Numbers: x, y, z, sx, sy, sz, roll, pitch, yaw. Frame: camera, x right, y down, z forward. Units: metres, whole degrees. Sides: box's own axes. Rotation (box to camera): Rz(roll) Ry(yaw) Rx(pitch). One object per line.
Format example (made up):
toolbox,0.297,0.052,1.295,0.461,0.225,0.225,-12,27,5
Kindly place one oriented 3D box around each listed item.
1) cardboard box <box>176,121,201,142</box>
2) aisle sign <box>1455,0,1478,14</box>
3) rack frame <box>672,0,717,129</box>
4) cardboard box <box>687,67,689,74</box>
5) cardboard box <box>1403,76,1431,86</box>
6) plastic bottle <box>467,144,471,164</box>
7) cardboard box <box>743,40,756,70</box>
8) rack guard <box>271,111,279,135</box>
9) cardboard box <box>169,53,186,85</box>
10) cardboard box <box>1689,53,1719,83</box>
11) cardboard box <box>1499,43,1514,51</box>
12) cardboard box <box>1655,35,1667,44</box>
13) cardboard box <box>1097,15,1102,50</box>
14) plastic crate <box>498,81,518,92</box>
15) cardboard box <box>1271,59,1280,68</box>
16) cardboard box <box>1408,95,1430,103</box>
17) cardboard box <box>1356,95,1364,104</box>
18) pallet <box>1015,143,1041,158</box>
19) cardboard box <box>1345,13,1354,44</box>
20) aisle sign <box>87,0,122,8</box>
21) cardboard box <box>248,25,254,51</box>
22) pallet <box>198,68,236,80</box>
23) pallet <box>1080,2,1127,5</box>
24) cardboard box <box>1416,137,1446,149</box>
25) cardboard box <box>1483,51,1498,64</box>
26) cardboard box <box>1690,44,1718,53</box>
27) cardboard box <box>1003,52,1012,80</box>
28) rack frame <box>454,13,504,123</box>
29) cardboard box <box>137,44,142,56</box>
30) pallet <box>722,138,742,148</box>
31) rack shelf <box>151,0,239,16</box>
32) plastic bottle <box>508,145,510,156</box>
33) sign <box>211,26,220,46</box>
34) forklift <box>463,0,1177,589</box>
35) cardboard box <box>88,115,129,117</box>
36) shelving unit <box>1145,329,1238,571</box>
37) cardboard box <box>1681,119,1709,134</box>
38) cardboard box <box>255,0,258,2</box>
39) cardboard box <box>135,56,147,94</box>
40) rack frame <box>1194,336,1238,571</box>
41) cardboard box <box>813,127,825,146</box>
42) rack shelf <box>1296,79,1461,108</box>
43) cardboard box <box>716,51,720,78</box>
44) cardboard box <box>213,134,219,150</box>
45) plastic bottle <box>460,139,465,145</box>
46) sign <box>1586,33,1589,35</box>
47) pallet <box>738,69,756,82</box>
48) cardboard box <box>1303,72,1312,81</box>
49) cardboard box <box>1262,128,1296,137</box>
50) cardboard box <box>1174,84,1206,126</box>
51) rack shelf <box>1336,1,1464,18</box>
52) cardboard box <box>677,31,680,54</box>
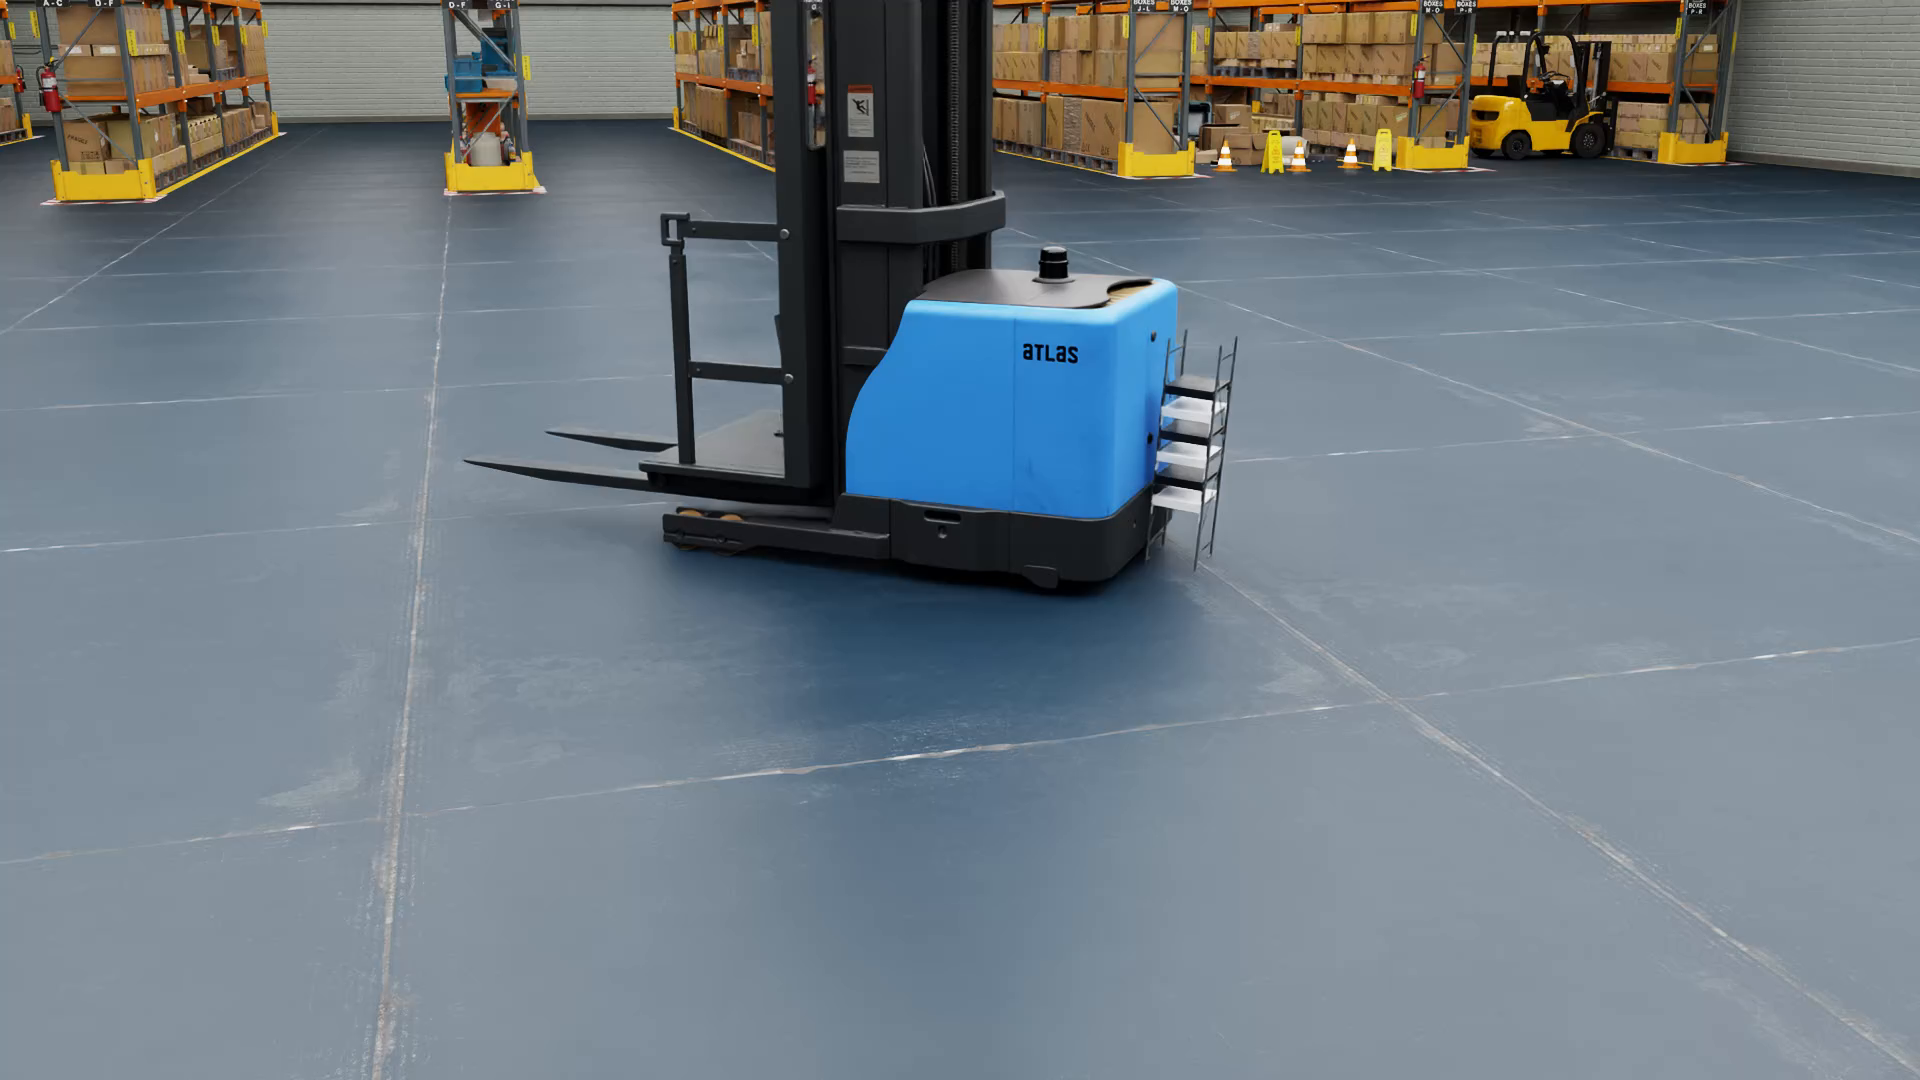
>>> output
cardboard box,-12.396,-6.496,26.439,0.500,0.311,0.500,-5,17,-16
aisle sign,8.079,-8.782,26.456,0.394,0.787,0.004,-5,17,-15
rack frame,-6.162,-11.172,38.930,1.000,3.000,0.127,-5,17,-15
cardboard box,-5.815,-10.359,36.661,0.380,0.149,0.250,-5,17,-16
cardboard box,7.455,-7.496,27.129,0.380,0.149,0.250,-4,17,-13
plastic bottle,-7.394,-5.818,25.064,0.061,0.283,0.133,-5,17,-15
cardboard box,-3.429,-8.575,29.377,0.797,0.503,0.637,-3,17,-10
rack guard,-15.667,-9.172,36.616,1.175,0.500,0.348,-5,17,-15
cardboard box,-12.868,-7.616,26.920,0.500,0.500,0.500,-5,17,-15
cardboard box,12.666,-8.130,28.630,0.500,0.500,0.500,-4,17,-13
cardboard box,10.824,-9.669,32.626,0.380,0.149,0.250,-5,18,-17
cardboard box,12.137,-8.572,28.458,0.380,0.149,0.250,-5,17,-15
cardboard box,2.704,-8.116,26.618,0.875,0.550,0.550,-5,17,-15
plastic crate,-6.463,-6.501,23.840,0.298,0.136,0.250,-5,17,-15
cardboard box,6.097,-8.980,31.341,0.380,0.149,0.250,-5,17,-16
cardboard box,9.958,-9.567,36.076,0.380,0.149,0.250,-6,18,-18
cardboard box,6.991,-7.524,28.404,0.380,0.149,0.250,-4,17,-13
pallet,1.648,-7.089,30.184,1.003,0.211,1.213,-5,17,-15
cardboard box,7.039,-8.745,28.424,0.700,0.500,0.500,-5,17,-16
aisle sign,-10.978,-7.215,21.239,0.394,0.787,0.004,-5,17,-15
cardboard box,-14.730,-10.248,33.941,0.500,0.500,0.500,-5,17,-17
pallet,-14.028,-8.623,30.777,1.003,0.211,1.213,-5,17,-15
pallet,3.581,-13.145,40.440,1.003,0.211,1.213,-5,17,-15
cardboard box,7.808,-6.659,27.956,0.500,0.250,0.500,-5,17,-16
cardboard box,10.772,-9.596,33.077,0.500,0.250,0.500,-4,17,-14
cardboard box,12.692,-8.396,28.388,0.380,0.149,0.250,-5,17,-17
cardboard box,1.113,-8.808,30.886,0.500,0.500,0.500,-5,17,-16
rack frame,-10.924,-10.780,37.627,1.000,3.000,0.127,-5,17,-15
cardboard box,-11.477,-6.734,22.853,0.380,0.149,0.250,-5,18,-17
pallet,-4.107,-7.848,32.711,1.003,0.211,1.213,-5,17,-15
rack shelf,-14.039,-9.822,30.473,1.077,0.370,4.000,-5,17,-15
plastic bottle,-6.847,-5.907,25.382,0.097,0.271,0.097,0,17,0
sign,-12.956,-8.776,28.942,0.100,0.325,0.005,-5,17,-15
forklift,-0.673,-1.472,6.757,3.031,2.935,1.130,7,18,21
cardboard box,-12.288,-5.884,24.073,0.500,0.500,0.500,-5,17,-15
shelving unit,0.909,-0.355,6.546,0.210,0.900,0.258,12,20,22
cardboard box,12.606,-7.193,28.866,0.500,0.250,0.500,-4,17,-14
cardboard box,-15.293,-11.633,35.513,0.500,0.250,0.500,-5,17,-15
cardboard box,-11.686,-6.425,22.953,0.700,0.500,0.500,-5,17,-15
rack frame,1.001,-0.336,6.508,0.006,0.900,0.240,12,20,22
cardboard box,-2.117,-6.087,25.617,0.500,0.500,0.500,0,17,-1
rack shelf,7.214,-7.738,28.750,1.077,0.370,4.000,-5,17,-15
cardboard box,-4.468,-9.262,32.399,0.500,0.500,0.500,-5,17,-16
cardboard box,-12.965,-6.793,28.401,0.500,0.250,0.500,-5,17,-16
plastic bottle,-7.584,-5.926,25.305,0.144,0.351,0.185,-4,17,-13
sign,11.969,-9.526,31.810,0.100,0.325,0.005,-5,17,-15
pallet,-3.380,-8.323,29.779,1.003,0.211,1.213,-5,17,-15
cardboard box,6.443,-8.403,30.150,0.380,0.149,0.250,-5,17,-16
cardboard box,5.651,-7.036,29.503,0.500,0.500,0.500,7,18,23
cardboard box,5.214,-9.371,35.898,0.875,0.875,0.875,-4,17,-15
rack shelf,9.787,-11.781,36.995,1.077,0.370,4.000,-5,17,-15
cardboard box,-6.152,-11.309,37.828,0.500,0.500,0.500,-5,17,-17
